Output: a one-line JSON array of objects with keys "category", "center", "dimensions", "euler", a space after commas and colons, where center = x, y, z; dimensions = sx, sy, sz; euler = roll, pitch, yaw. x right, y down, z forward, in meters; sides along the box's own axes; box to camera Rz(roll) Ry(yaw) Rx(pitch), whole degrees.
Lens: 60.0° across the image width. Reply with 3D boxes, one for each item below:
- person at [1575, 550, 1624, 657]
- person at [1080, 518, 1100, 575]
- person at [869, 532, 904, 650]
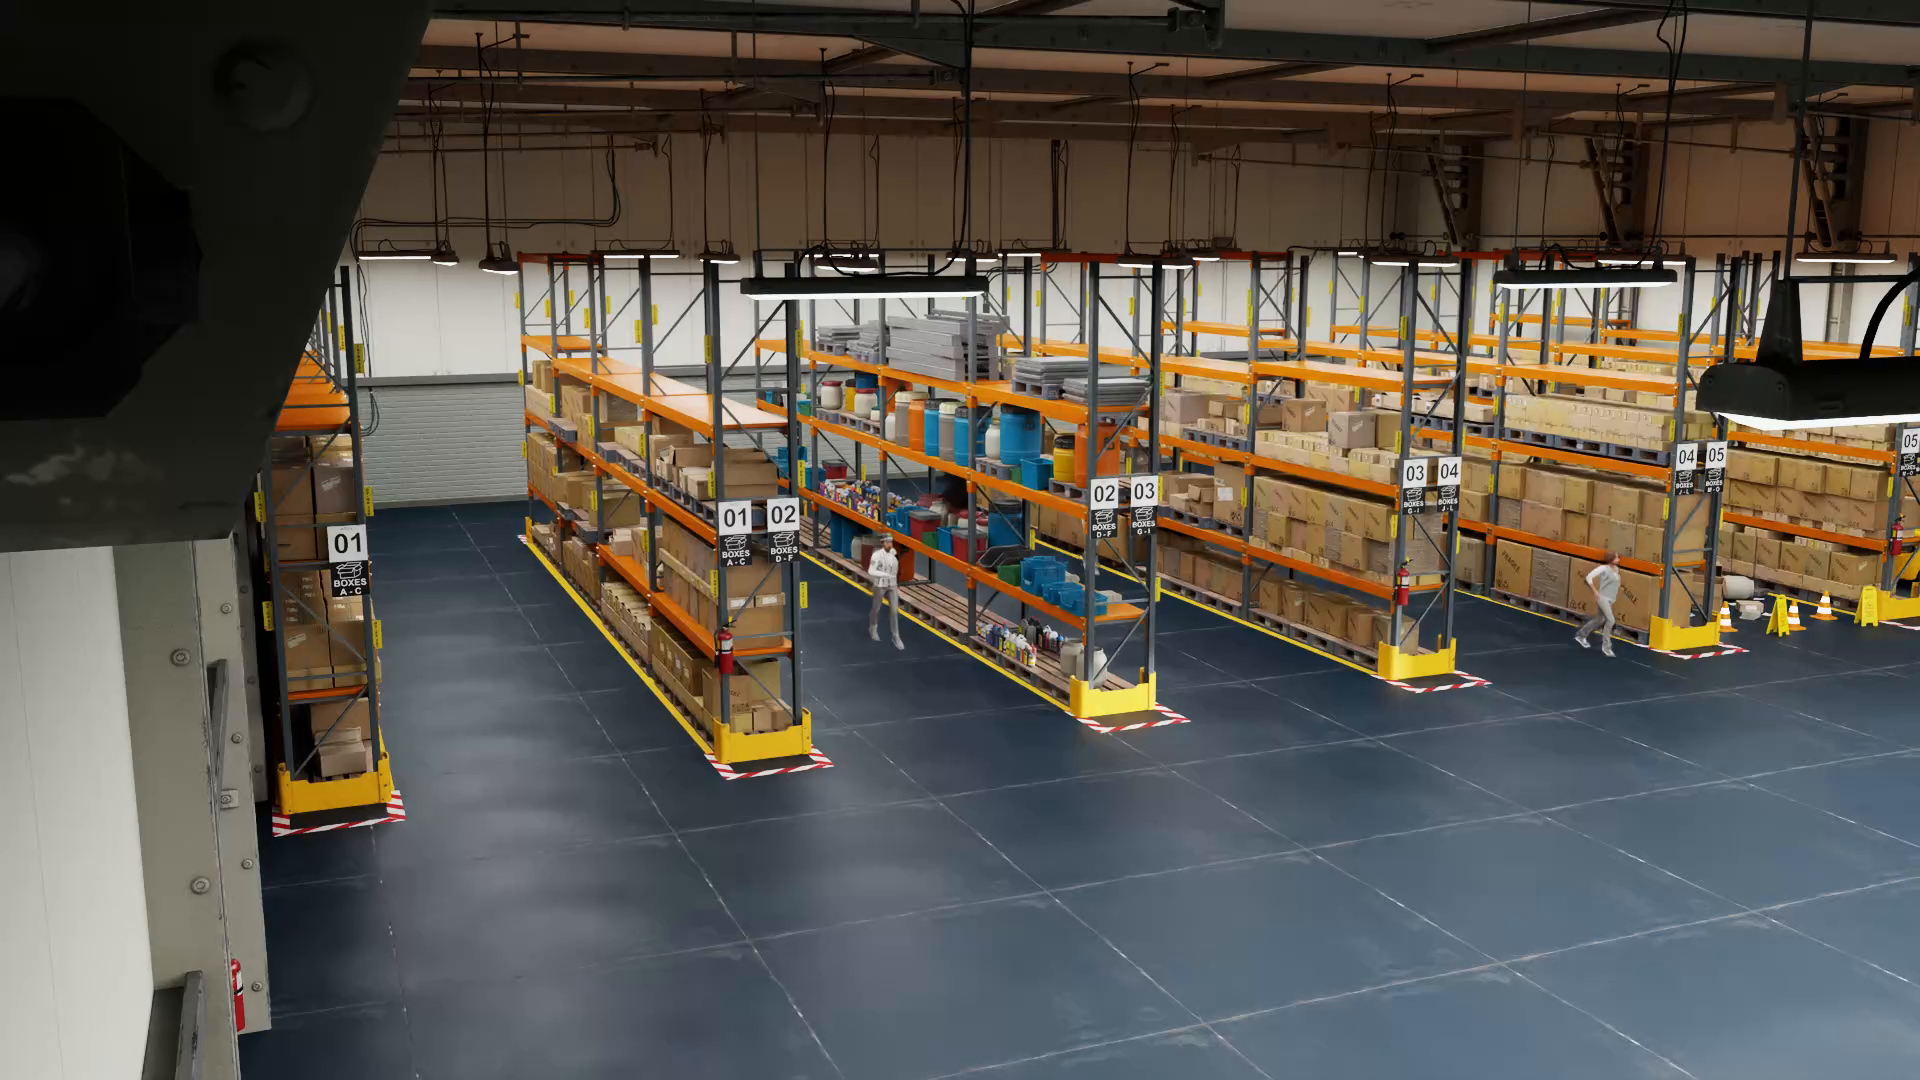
[{"category": "person", "center": [9.863, 0.955, 25.543], "dimensions": [0.548, 1.640, 0.728], "euler": [-9, 14, -40]}, {"category": "person", "center": [2.400, -0.244, 30.207], "dimensions": [0.563, 1.681, 0.741], "euler": [-3, 11, -17]}, {"category": "person", "center": [-1.124, 0.721, 24.773], "dimensions": [0.562, 1.729, 0.809], "euler": [-5, 12, -26]}]
